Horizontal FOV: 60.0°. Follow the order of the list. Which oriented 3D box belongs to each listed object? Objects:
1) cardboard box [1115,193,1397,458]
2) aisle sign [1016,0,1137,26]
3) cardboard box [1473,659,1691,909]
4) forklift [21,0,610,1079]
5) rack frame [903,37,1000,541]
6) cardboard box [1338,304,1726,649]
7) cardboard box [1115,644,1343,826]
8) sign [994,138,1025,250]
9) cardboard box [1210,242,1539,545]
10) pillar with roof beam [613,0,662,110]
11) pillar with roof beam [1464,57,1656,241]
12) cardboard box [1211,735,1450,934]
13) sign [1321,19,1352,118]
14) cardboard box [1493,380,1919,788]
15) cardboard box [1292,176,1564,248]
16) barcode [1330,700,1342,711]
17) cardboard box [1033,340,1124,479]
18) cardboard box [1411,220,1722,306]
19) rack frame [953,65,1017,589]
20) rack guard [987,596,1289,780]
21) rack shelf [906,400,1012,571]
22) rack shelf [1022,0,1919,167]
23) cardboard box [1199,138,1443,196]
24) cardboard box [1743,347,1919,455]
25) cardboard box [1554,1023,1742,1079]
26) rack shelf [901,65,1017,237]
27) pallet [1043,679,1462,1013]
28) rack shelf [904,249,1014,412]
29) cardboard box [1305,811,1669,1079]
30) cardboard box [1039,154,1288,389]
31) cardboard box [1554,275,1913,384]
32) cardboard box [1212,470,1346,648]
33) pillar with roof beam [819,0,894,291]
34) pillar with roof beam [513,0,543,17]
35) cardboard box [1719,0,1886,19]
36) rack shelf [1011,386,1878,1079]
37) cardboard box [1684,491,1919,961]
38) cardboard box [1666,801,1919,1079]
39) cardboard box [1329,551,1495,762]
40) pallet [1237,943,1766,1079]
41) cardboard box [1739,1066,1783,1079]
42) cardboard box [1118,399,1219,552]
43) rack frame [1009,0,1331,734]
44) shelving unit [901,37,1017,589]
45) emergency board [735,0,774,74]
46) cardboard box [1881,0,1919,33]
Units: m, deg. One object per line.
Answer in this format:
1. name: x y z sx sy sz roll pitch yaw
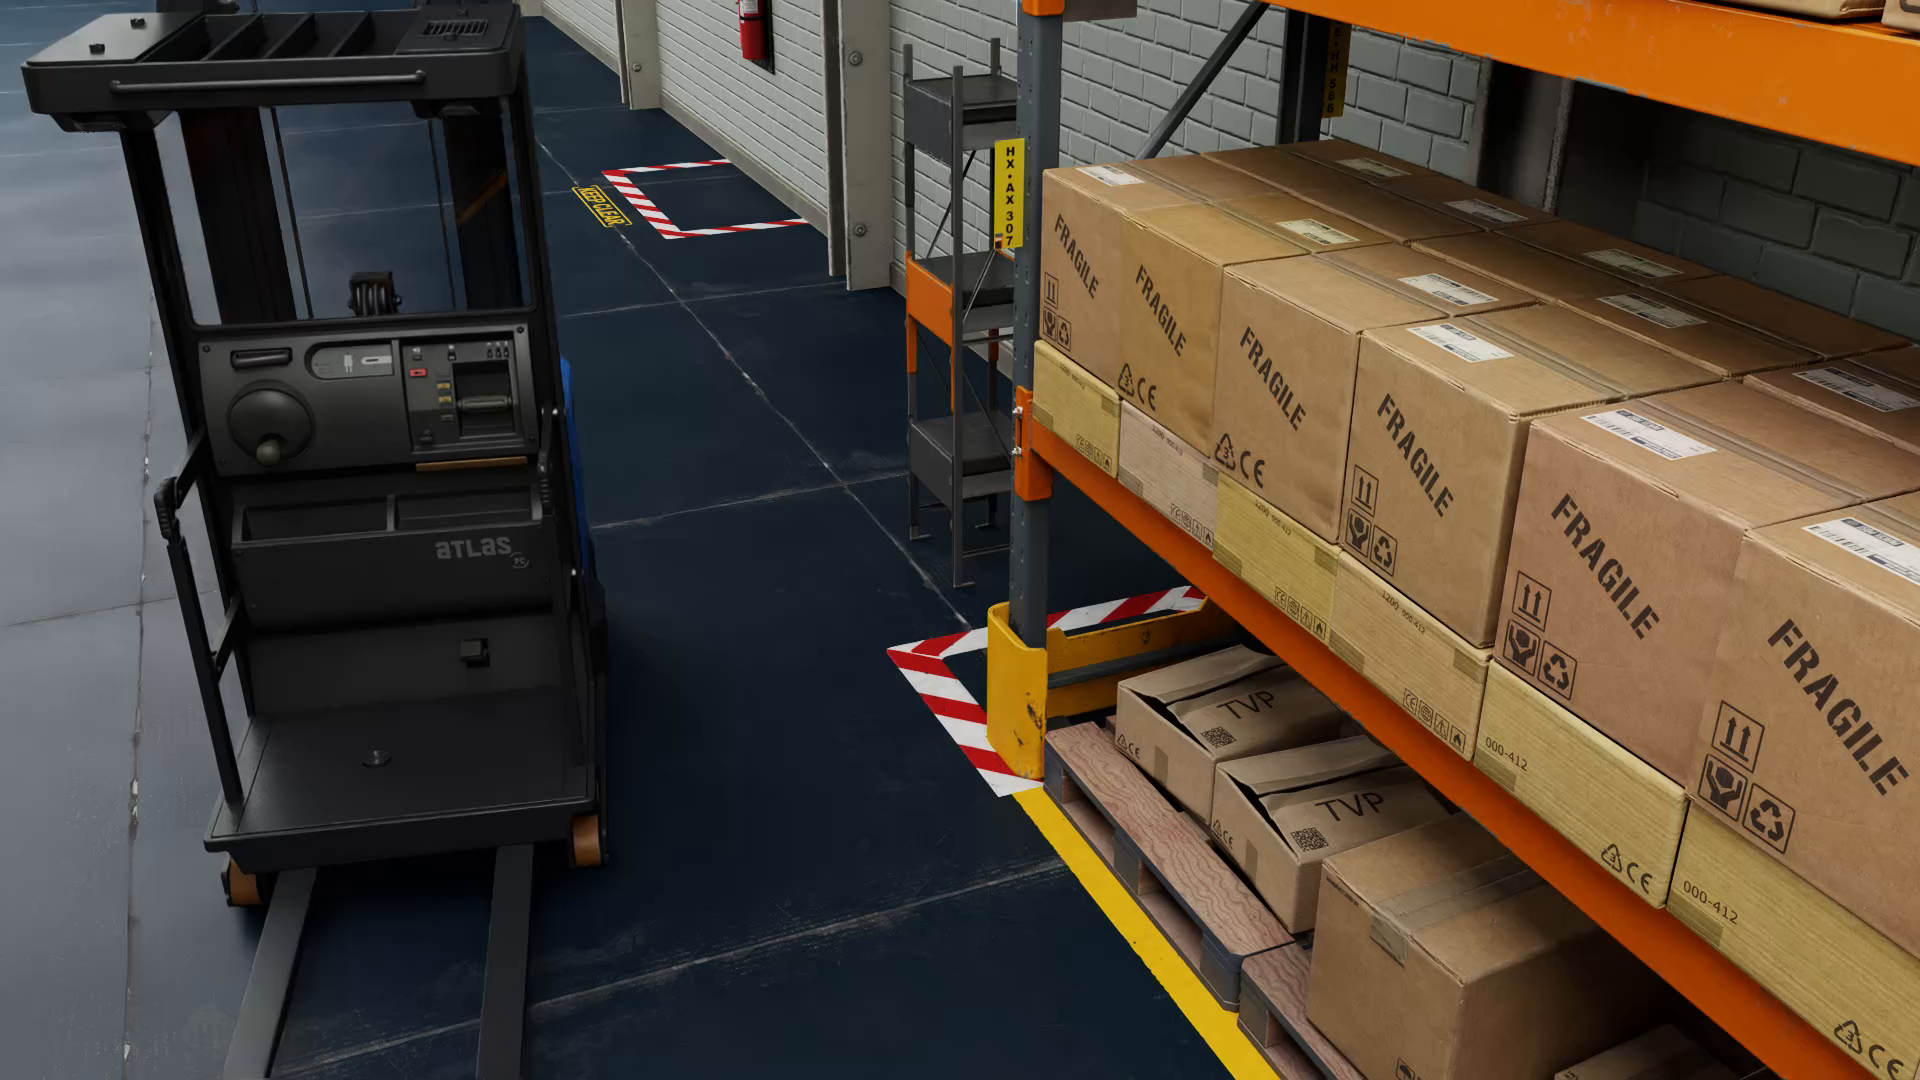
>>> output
1. cardboard box: 0.744 -0.566 4.283 0.500 0.500 0.500 -10 28 -20
2. aisle sign: 0.345 -1.878 4.715 0.394 0.787 0.004 -11 28 -21
3. cardboard box: 1.352 0.399 3.163 0.500 0.250 0.500 -11 28 -21
4. forklift: -1.695 -0.392 4.713 1.130 2.935 3.031 -5 26 -10
5. rack frame: -0.031 -0.975 6.854 0.400 2.100 0.015 -11 28 -21
6. cardboard box: 1.153 -0.150 3.431 0.500 0.500 0.500 -10 28 -19
7. cardboard box: 0.837 0.573 5.221 0.500 0.311 0.500 -14 29 -26
8. sign: 0.150 -1.028 4.951 0.100 0.325 0.005 -11 28 -21
9. cardboard box: 0.940 -0.356 3.854 0.500 0.500 0.500 -12 28 -22
10. pillar with roof beam: -6.942 -7.399 12.148 9.100 9.000 0.400 -11 28 -21
11. pillar with roof beam: -2.242 -2.555 2.226 9.100 9.000 0.400 -11 28 -21
12. cardboard box: 1.060 0.803 4.750 0.500 0.311 0.500 -8 27 -16
13. sign: 1.167 -1.482 5.187 0.100 0.325 0.005 -11 28 -21
14. cardboard box: 1.358 0.060 3.001 0.500 0.500 0.500 -11 28 -22
15. cardboard box: 1.217 -0.653 4.461 0.500 0.500 0.500 -10 28 -20
16. barcode: 1.212 0.507 5.345 0.001 0.075 0.075 -11 28 -21
17. cardboard box: 0.548 -0.423 4.845 0.500 0.250 0.500 -11 28 -22
18. cardboard box: 1.424 -0.445 4.035 0.500 0.500 0.500 -11 28 -22
19. rack frame: 0.160 -0.778 6.451 0.400 2.100 0.015 -11 28 -21
20. rack guard: 0.679 0.421 5.817 1.175 0.500 0.348 -11 28 -21
21. rack shelf: 0.065 -0.235 6.966 0.431 0.518 0.480 -11 28 -21
22. rack shelf: 1.432 -0.950 3.178 1.077 0.370 4.000 -11 28 -21
23. cardboard box: 1.029 -0.857 4.881 0.500 0.500 0.500 -11 28 -21
24. cardboard box: 1.834 -0.034 3.193 0.500 0.500 0.500 -10 28 -19
25. cardboard box: 1.607 1.316 3.883 0.380 0.149 0.250 -13 29 -25
26. rack shelf: 0.065 -1.493 6.351 0.431 0.518 0.480 -11 28 -21
27. pallet: 0.964 0.885 5.196 1.003 0.211 1.213 -11 28 -21
28. rack shelf: 0.065 -0.864 6.658 0.431 0.518 0.480 -11 28 -21
29. cardboard box: 1.302 1.023 4.084 0.700 0.500 0.500 -12 29 -24
30. cardboard box: 0.559 -0.767 4.695 0.500 0.500 0.500 -11 28 -21
31. cardboard box: 1.621 -0.241 3.619 0.500 0.500 0.500 -10 28 -20
32. cardboard box: 0.958 -0.009 3.997 0.500 0.250 0.500 -11 28 -21
33. pillar with roof beam: -4.592 -4.977 7.187 9.100 9.000 0.400 -11 28 -21
34. pillar with roof beam: -9.291 -9.821 17.109 9.100 9.000 0.400 -11 28 -21
35. cardboard box: 1.352 -1.105 2.538 0.500 0.500 0.500 -12 28 -23
36. rack shelf: 1.432 0.398 3.836 1.077 0.370 4.000 -11 28 -21
37. cardboard box: 1.545 0.265 2.581 0.500 0.500 0.500 -11 28 -21
38. cardboard box: 1.563 0.599 2.753 0.500 0.250 0.500 -10 28 -20
39. cardboard box: 1.154 0.196 3.579 0.500 0.250 0.500 -10 28 -20
40. pallet: 1.438 1.377 4.189 1.003 0.211 1.213 -11 28 -21
41. cardboard box: 1.772 1.396 3.320 0.500 0.500 0.500 -13 29 -24
42. cardboard box: 0.764 -0.215 4.421 0.500 0.250 0.500 -11 28 -22
43. rack frame: 0.649 -0.733 5.332 1.000 3.000 0.127 -11 28 -21
44. shelving unit: 0.065 -0.877 6.652 0.431 2.100 0.503 -11 28 -21
45. emergency board: -1.563 -4.025 12.075 0.194 1.169 0.643 -11 28 -21
46. cardboard box: 1.604 -0.887 2.093 0.500 0.500 0.500 -13 29 -25
